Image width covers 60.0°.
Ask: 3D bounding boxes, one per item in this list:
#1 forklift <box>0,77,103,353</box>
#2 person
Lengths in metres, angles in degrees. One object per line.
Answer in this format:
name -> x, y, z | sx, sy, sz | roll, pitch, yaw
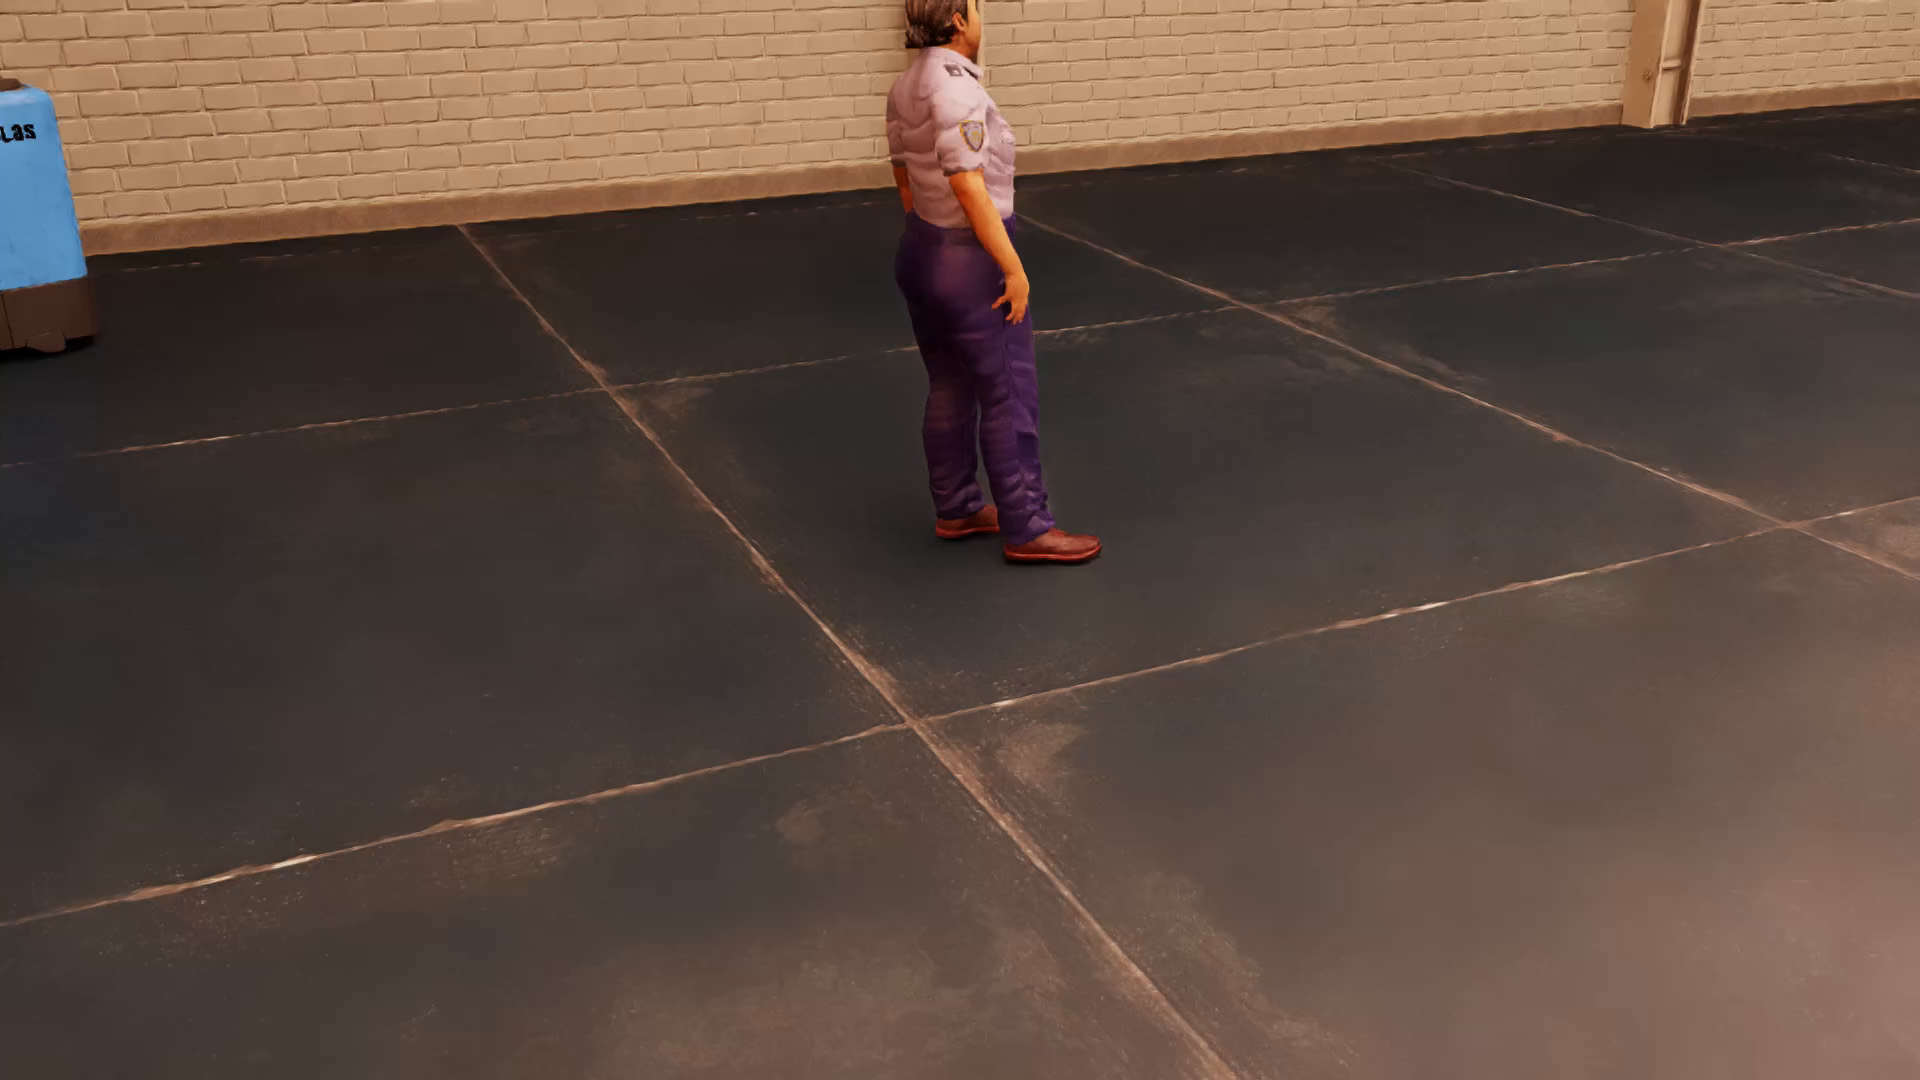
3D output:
forklift -> -5.040, -1.901, 5.863 | 1.130, 2.935, 3.031 | 21, 30, 41
person -> 0.091, -0.774, 4.804 | 0.502, 1.650, 0.599 | -10, 25, -23
